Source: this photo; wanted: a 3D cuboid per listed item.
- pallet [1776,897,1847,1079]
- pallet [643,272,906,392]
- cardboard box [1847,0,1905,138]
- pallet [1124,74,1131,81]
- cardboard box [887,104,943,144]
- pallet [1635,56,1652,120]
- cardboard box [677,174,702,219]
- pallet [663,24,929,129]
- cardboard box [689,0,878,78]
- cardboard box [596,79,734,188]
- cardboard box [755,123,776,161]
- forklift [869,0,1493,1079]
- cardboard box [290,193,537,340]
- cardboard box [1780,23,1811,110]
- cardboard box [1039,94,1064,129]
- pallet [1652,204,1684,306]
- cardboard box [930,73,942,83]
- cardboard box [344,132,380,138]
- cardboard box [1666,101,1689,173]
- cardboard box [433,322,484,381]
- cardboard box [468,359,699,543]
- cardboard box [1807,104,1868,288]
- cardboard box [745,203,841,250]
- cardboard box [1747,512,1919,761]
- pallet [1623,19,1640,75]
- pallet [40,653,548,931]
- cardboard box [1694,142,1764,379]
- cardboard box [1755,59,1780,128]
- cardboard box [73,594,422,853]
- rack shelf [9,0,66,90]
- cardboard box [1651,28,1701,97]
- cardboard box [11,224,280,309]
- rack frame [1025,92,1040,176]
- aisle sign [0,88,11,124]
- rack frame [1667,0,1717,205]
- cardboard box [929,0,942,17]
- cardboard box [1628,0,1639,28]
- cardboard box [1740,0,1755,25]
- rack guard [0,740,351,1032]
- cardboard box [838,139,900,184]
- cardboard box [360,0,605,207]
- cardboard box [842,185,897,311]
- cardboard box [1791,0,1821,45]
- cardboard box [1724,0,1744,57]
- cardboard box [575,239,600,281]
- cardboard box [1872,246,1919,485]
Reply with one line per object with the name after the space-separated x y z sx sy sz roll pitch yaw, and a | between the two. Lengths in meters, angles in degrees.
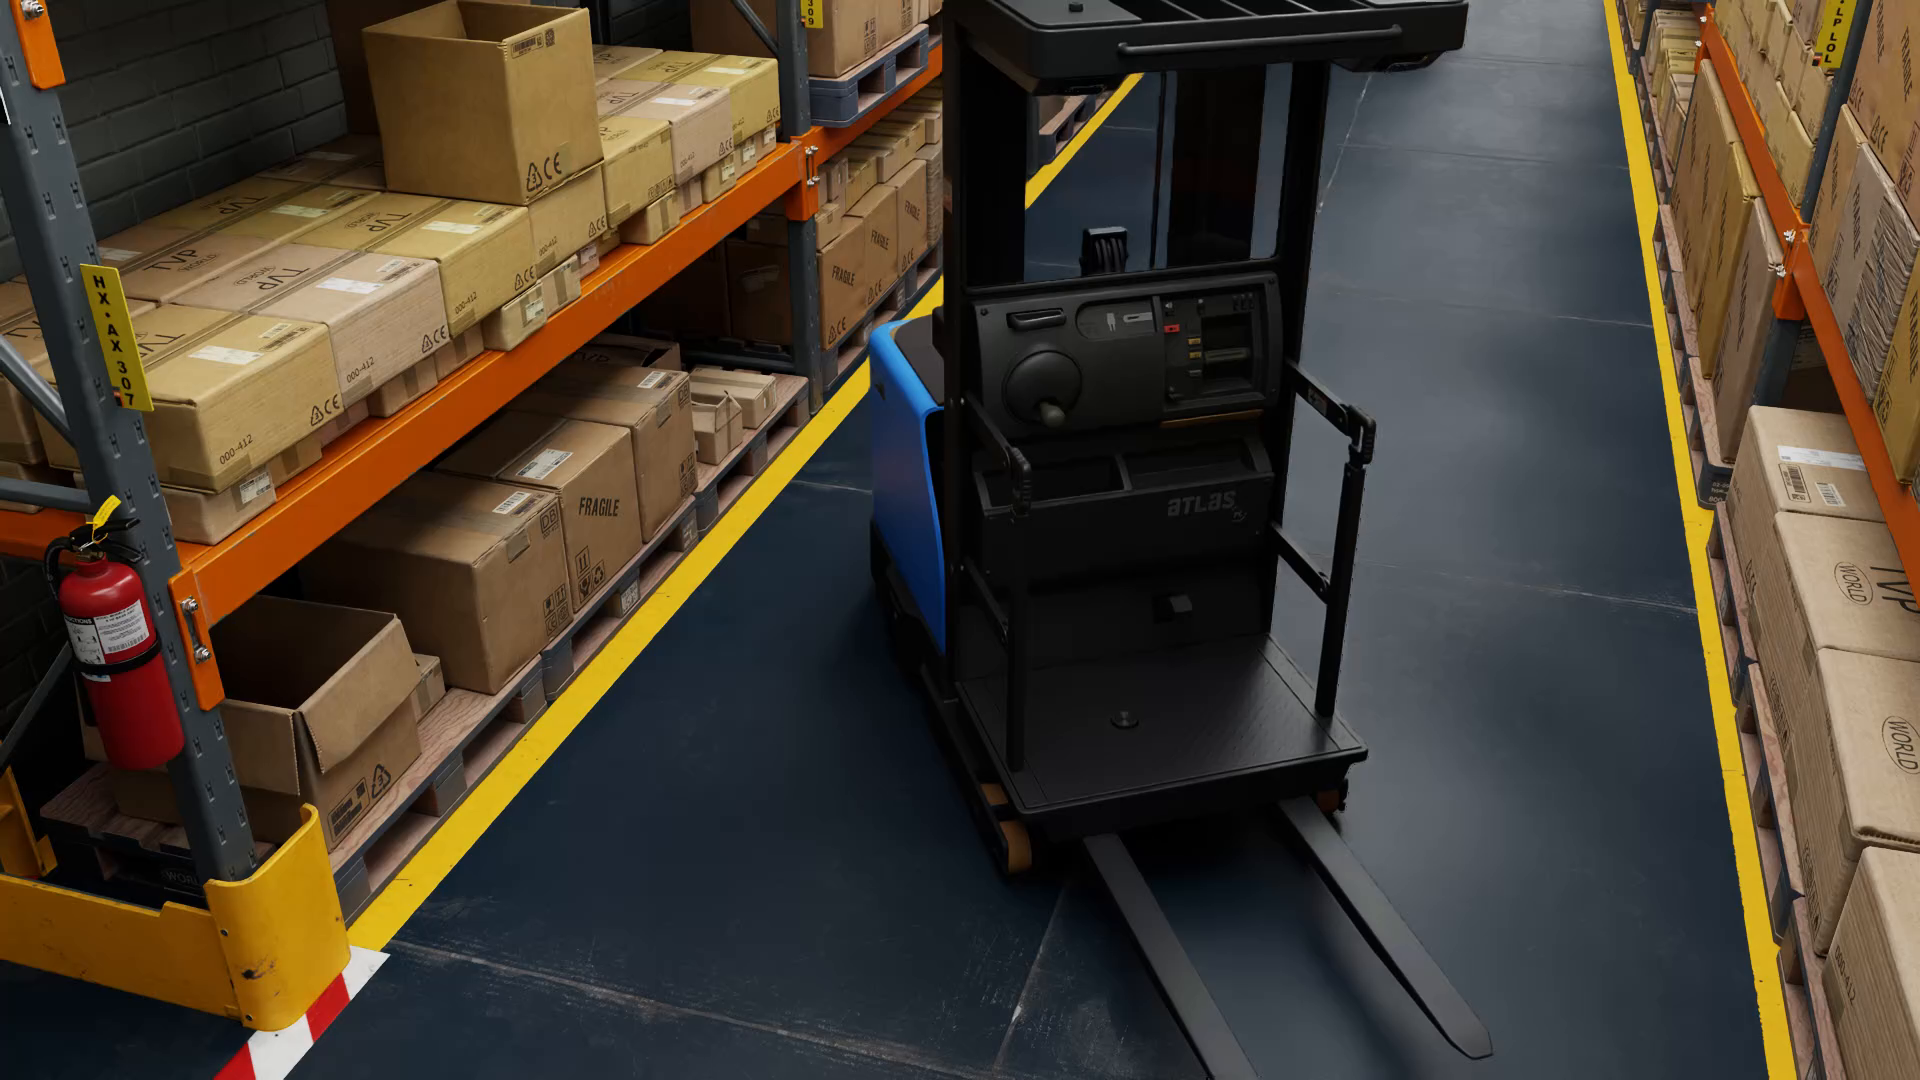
2.589 1.415 3.989 1.003 0.211 1.213 8 30 15 | pallet
-0.941 -1.151 8.602 1.003 0.211 1.213 8 30 15 | pallet
3.232 -1.573 5.361 0.500 0.500 0.500 9 30 15 | cardboard box
1.026 -4.137 13.970 1.003 0.211 1.213 8 30 15 | pallet
-0.288 -2.342 9.346 0.380 0.149 0.250 7 30 12 | cardboard box
5.724 -3.417 12.675 1.003 0.211 1.213 8 30 15 | pallet
-1.207 -1.326 6.306 0.380 0.149 0.250 9 30 16 | cardboard box
-0.804 -2.258 7.921 1.003 0.211 1.213 8 30 15 | pallet
-0.787 -2.406 7.455 0.700 0.500 0.500 9 30 16 | cardboard box
-1.192 -1.544 6.288 0.500 0.250 0.500 9 30 15 | cardboard box
-0.995 -1.692 6.965 0.380 0.149 0.250 9 30 16 | cardboard box
0.558 -0.498 4.630 1.130 2.935 3.031 -8 30 -14 | forklift
-1.633 -0.834 5.013 0.500 0.250 0.500 8 30 14 | cardboard box
3.640 -1.905 6.730 0.500 0.250 0.500 9 30 16 | cardboard box
0.227 -3.279 11.569 0.875 0.625 0.625 9 30 16 | cardboard box
4.474 -1.564 9.345 1.003 0.211 1.213 8 30 15 | pallet
-0.042 -2.707 10.002 0.380 0.149 0.250 7 30 13 | cardboard box
-1.841 -1.385 6.003 0.500 0.250 0.500 9 30 16 | cardboard box
4.953 -2.435 10.312 0.950 0.372 0.625 6 30 11 | cardboard box
-1.679 -0.616 5.030 0.380 0.149 0.250 9 30 16 | cardboard box
-1.454 -0.363 6.457 0.700 0.500 0.500 7 30 13 | cardboard box
3.215 -1.143 5.615 0.500 0.500 0.500 9 30 17 | cardboard box
-0.783 -1.489 7.814 0.380 0.149 0.250 10 31 17 | cardboard box
3.054 0.349 5.240 0.875 0.438 0.875 8 30 13 | cardboard box
6.115 -4.096 13.896 1.003 0.211 1.213 8 30 15 | pallet
-2.062 0.686 5.301 1.003 0.211 1.213 8 30 15 | pallet
3.966 -1.255 7.674 0.875 0.875 0.875 9 30 16 | cardboard box
3.811 -1.927 7.282 0.500 0.250 0.500 8 30 14 | cardboard box
-2.047 0.509 4.885 0.797 0.503 0.637 7 30 13 | cardboard box
-1.730 -2.053 5.010 1.077 0.370 4.000 8 30 15 | rack shelf
5.592 -3.454 12.144 0.950 0.372 0.625 10 31 18 | cardboard box
-2.283 -0.683 4.740 0.500 0.250 0.500 9 30 15 | cardboard box
0.031 -3.845 10.576 1.000 3.000 0.127 8 30 15 | rack frame
-2.057 -1.190 3.129 0.394 0.787 0.004 8 30 15 | aisle sign
4.777 -3.138 9.306 1.000 3.000 0.127 8 30 15 | rack frame
-0.405 -3.012 8.543 0.700 0.500 0.500 8 30 15 | cardboard box
6.015 -4.541 14.224 0.500 0.250 0.500 8 30 14 | cardboard box
4.081 -2.621 8.016 0.500 0.250 0.500 8 30 15 | cardboard box
-2.295 0.930 4.564 1.175 0.500 0.348 8 30 15 | rack guard
-0.535 -1.990 8.714 0.380 0.149 0.250 8 30 15 | cardboard box
-1.487 -1.389 5.238 0.500 0.500 0.500 9 30 16 | cardboard box
-0.639 -1.519 8.534 0.500 0.500 0.500 8 30 14 | cardboard box
3.639 -2.245 6.569 0.500 0.500 0.500 9 30 16 | cardboard box
4.259 -2.640 8.565 0.500 0.250 0.500 8 30 13 | cardboard box
-1.465 -0.978 5.680 0.380 0.149 0.250 8 30 15 | cardboard box
2.760 -0.440 4.352 0.500 0.500 0.500 9 30 16 | cardboard box
